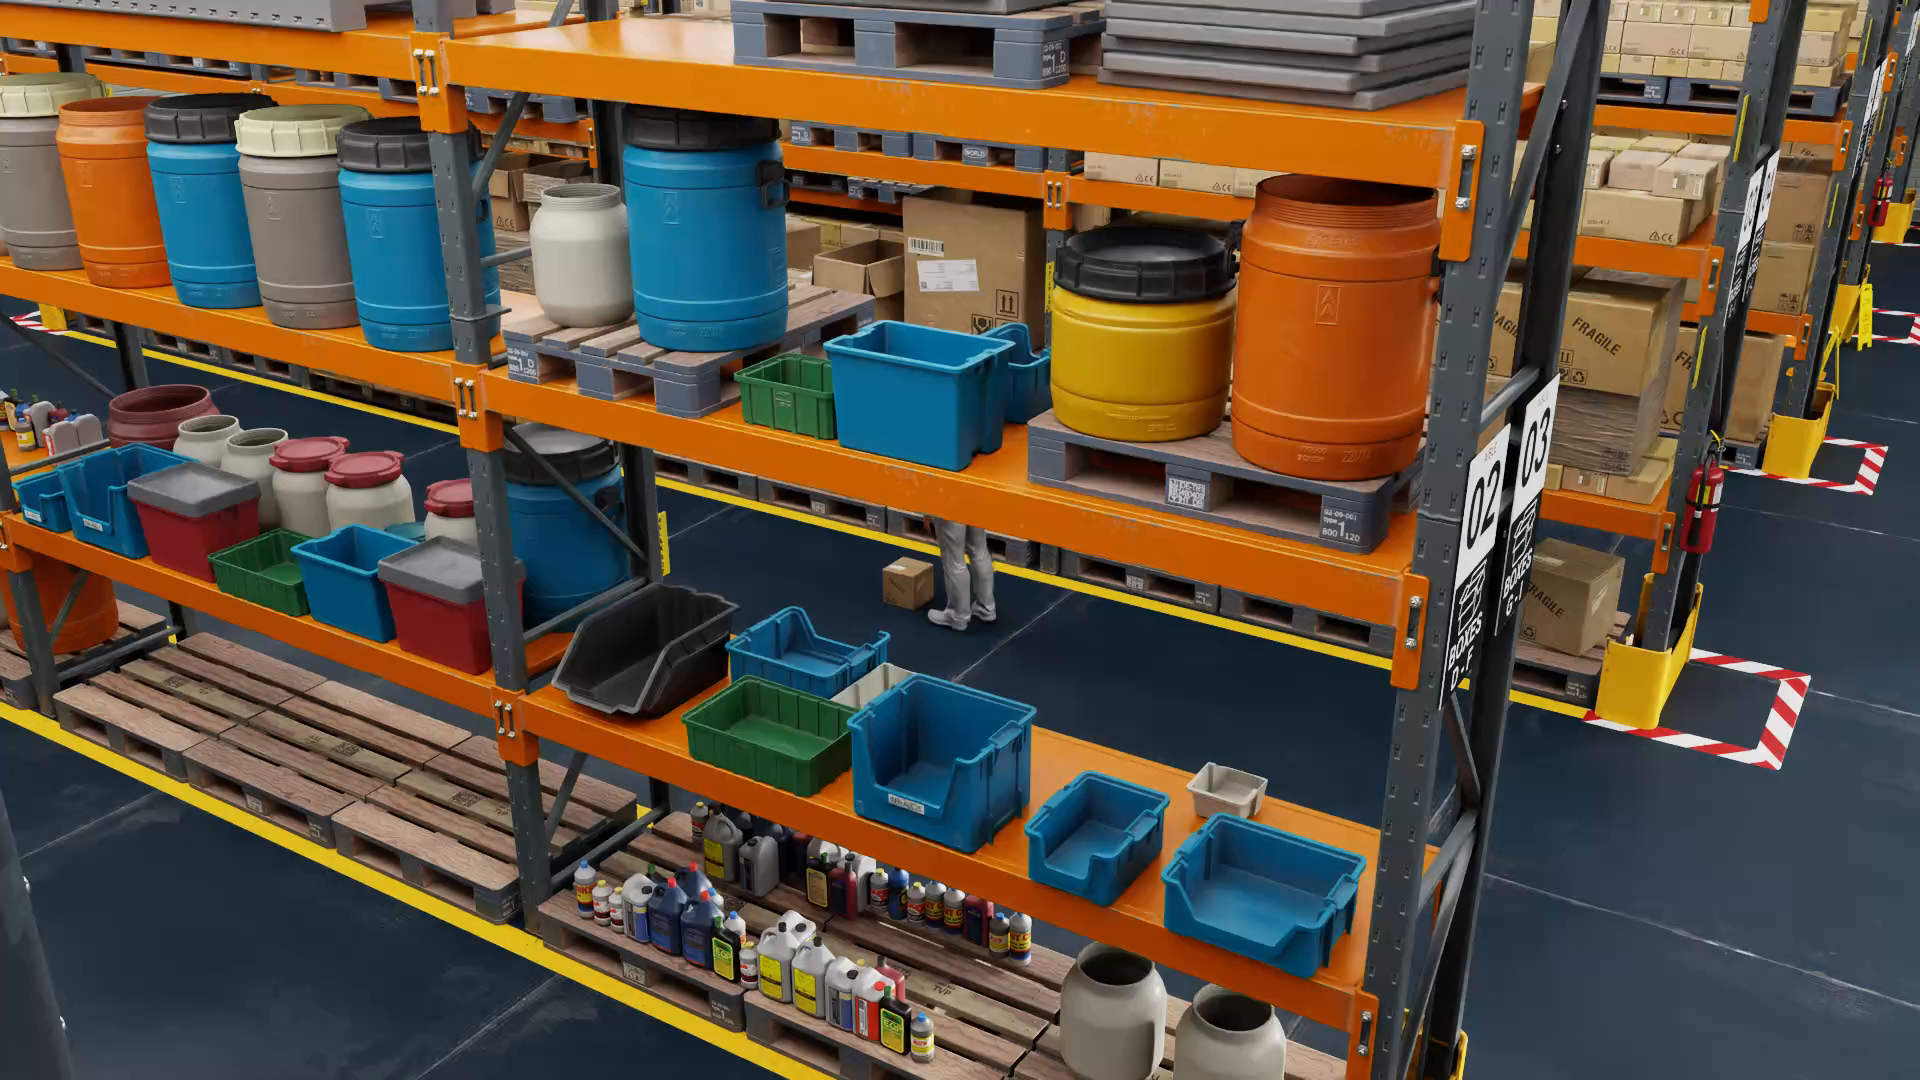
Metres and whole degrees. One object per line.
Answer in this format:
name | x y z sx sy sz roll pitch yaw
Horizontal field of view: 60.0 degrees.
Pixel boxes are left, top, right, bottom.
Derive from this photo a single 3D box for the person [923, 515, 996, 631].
person | -0.006 -0.261 10.680 0.583 1.788 0.370 -21 31 -41
